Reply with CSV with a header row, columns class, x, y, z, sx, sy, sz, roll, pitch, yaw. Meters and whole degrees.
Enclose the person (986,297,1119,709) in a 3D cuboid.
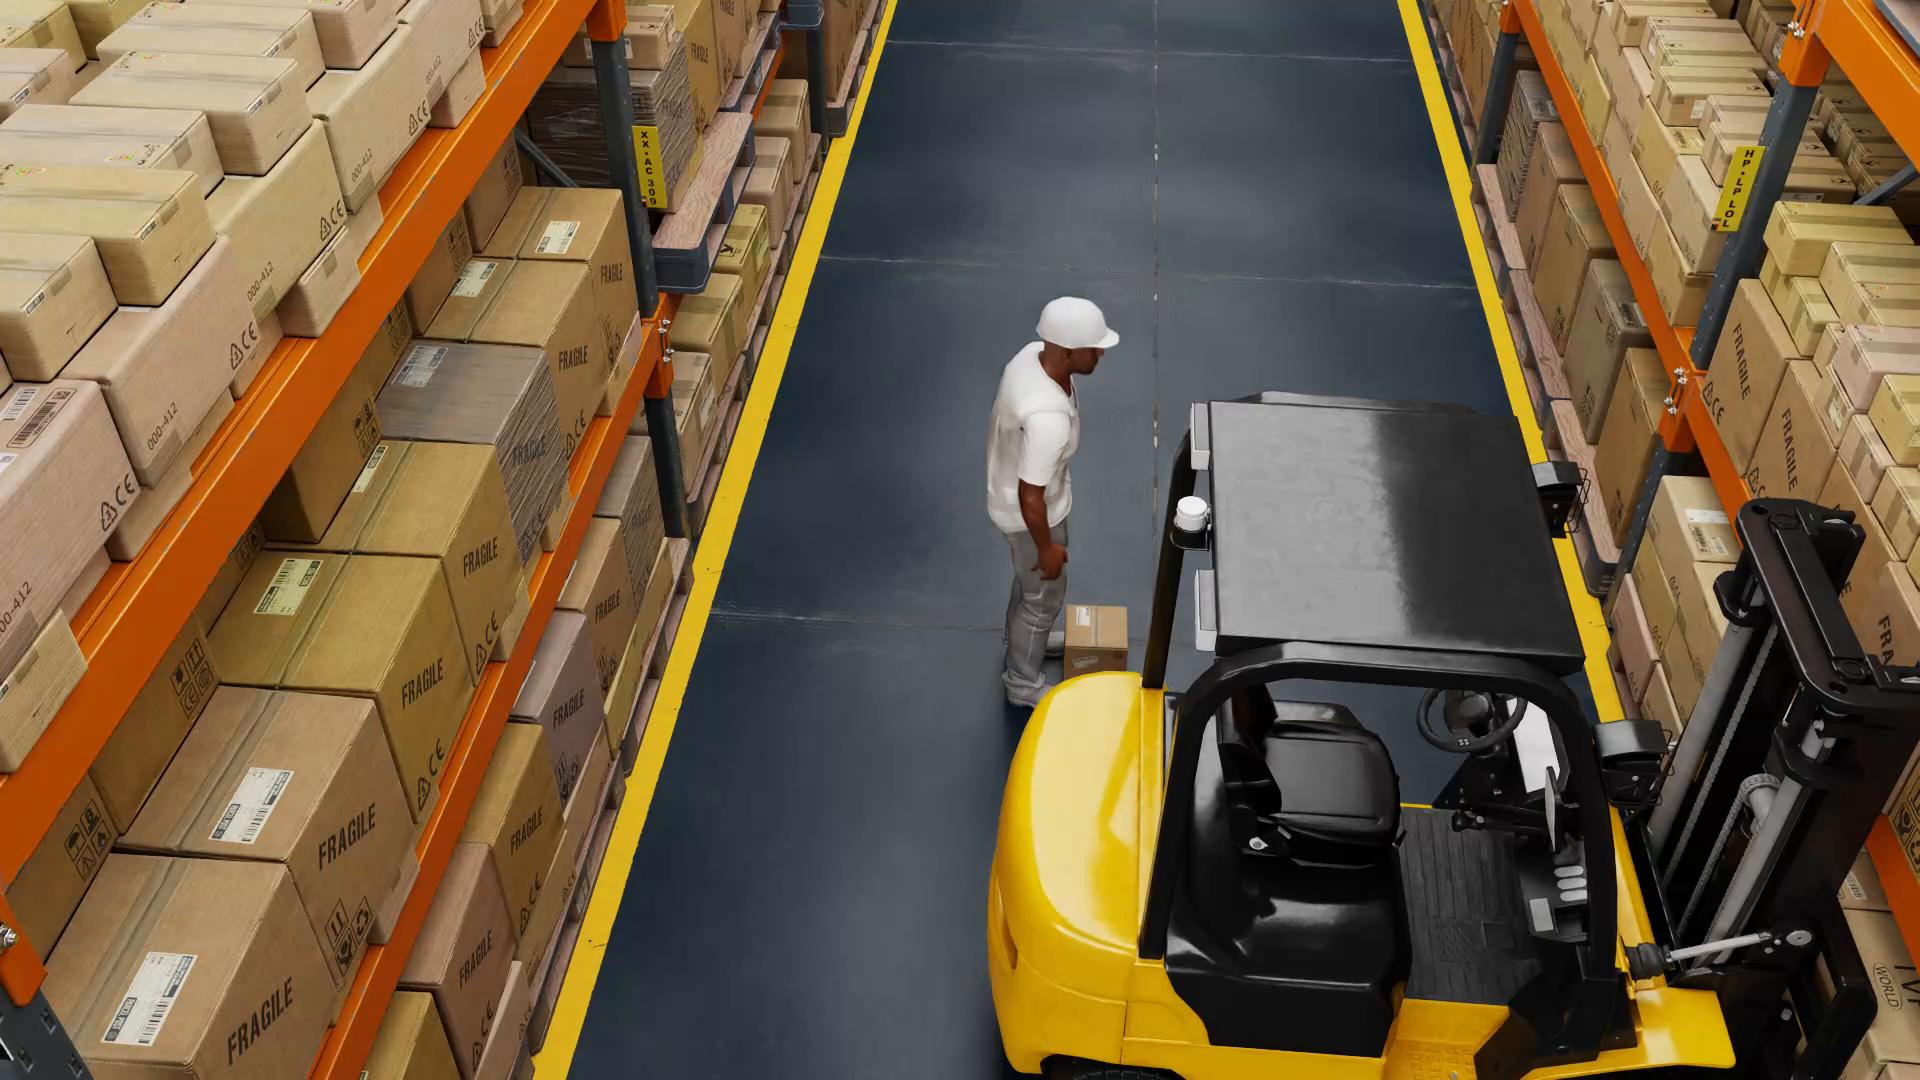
class,x,y,z,sx,sy,sz,roll,pitch,yaw
person,0.328,-0.143,6.313,0.463,1.760,0.635,3,40,3
